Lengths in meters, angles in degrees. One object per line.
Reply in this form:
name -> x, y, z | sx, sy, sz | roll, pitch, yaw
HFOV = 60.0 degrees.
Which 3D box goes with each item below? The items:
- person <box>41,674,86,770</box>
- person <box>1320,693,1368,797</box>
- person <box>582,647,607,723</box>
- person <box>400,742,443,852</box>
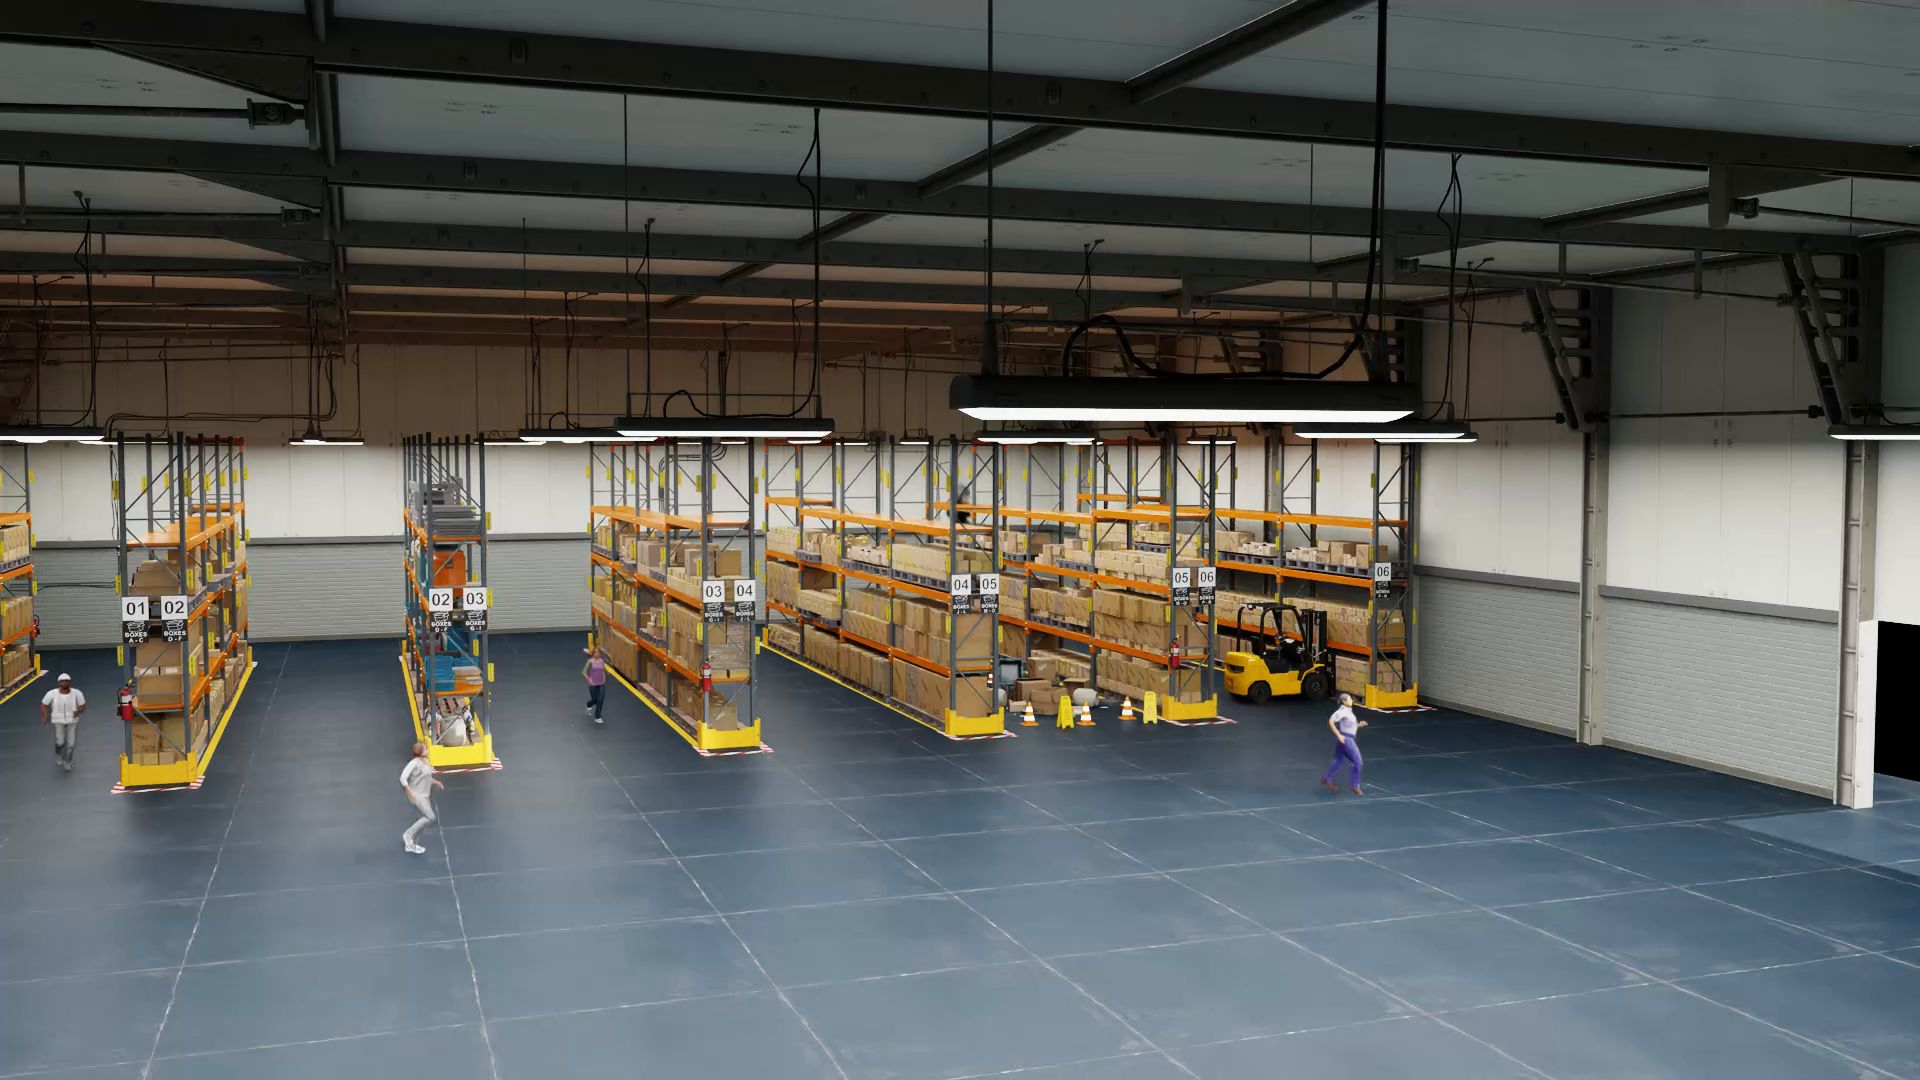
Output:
person -> -15.831, 3.225, 29.404 | 0.695, 1.720, 0.583 | -2, 4, -33
person -> 6.339, 3.379, 27.472 | 0.764, 1.711, 0.579 | 1, 3, 12
person -> -7.593, 3.016, 34.695 | 0.553, 1.559, 0.636 | -2, 4, -35
person -> -7.597, 3.634, 23.508 | 0.529, 1.567, 0.545 | 0, 3, 2
